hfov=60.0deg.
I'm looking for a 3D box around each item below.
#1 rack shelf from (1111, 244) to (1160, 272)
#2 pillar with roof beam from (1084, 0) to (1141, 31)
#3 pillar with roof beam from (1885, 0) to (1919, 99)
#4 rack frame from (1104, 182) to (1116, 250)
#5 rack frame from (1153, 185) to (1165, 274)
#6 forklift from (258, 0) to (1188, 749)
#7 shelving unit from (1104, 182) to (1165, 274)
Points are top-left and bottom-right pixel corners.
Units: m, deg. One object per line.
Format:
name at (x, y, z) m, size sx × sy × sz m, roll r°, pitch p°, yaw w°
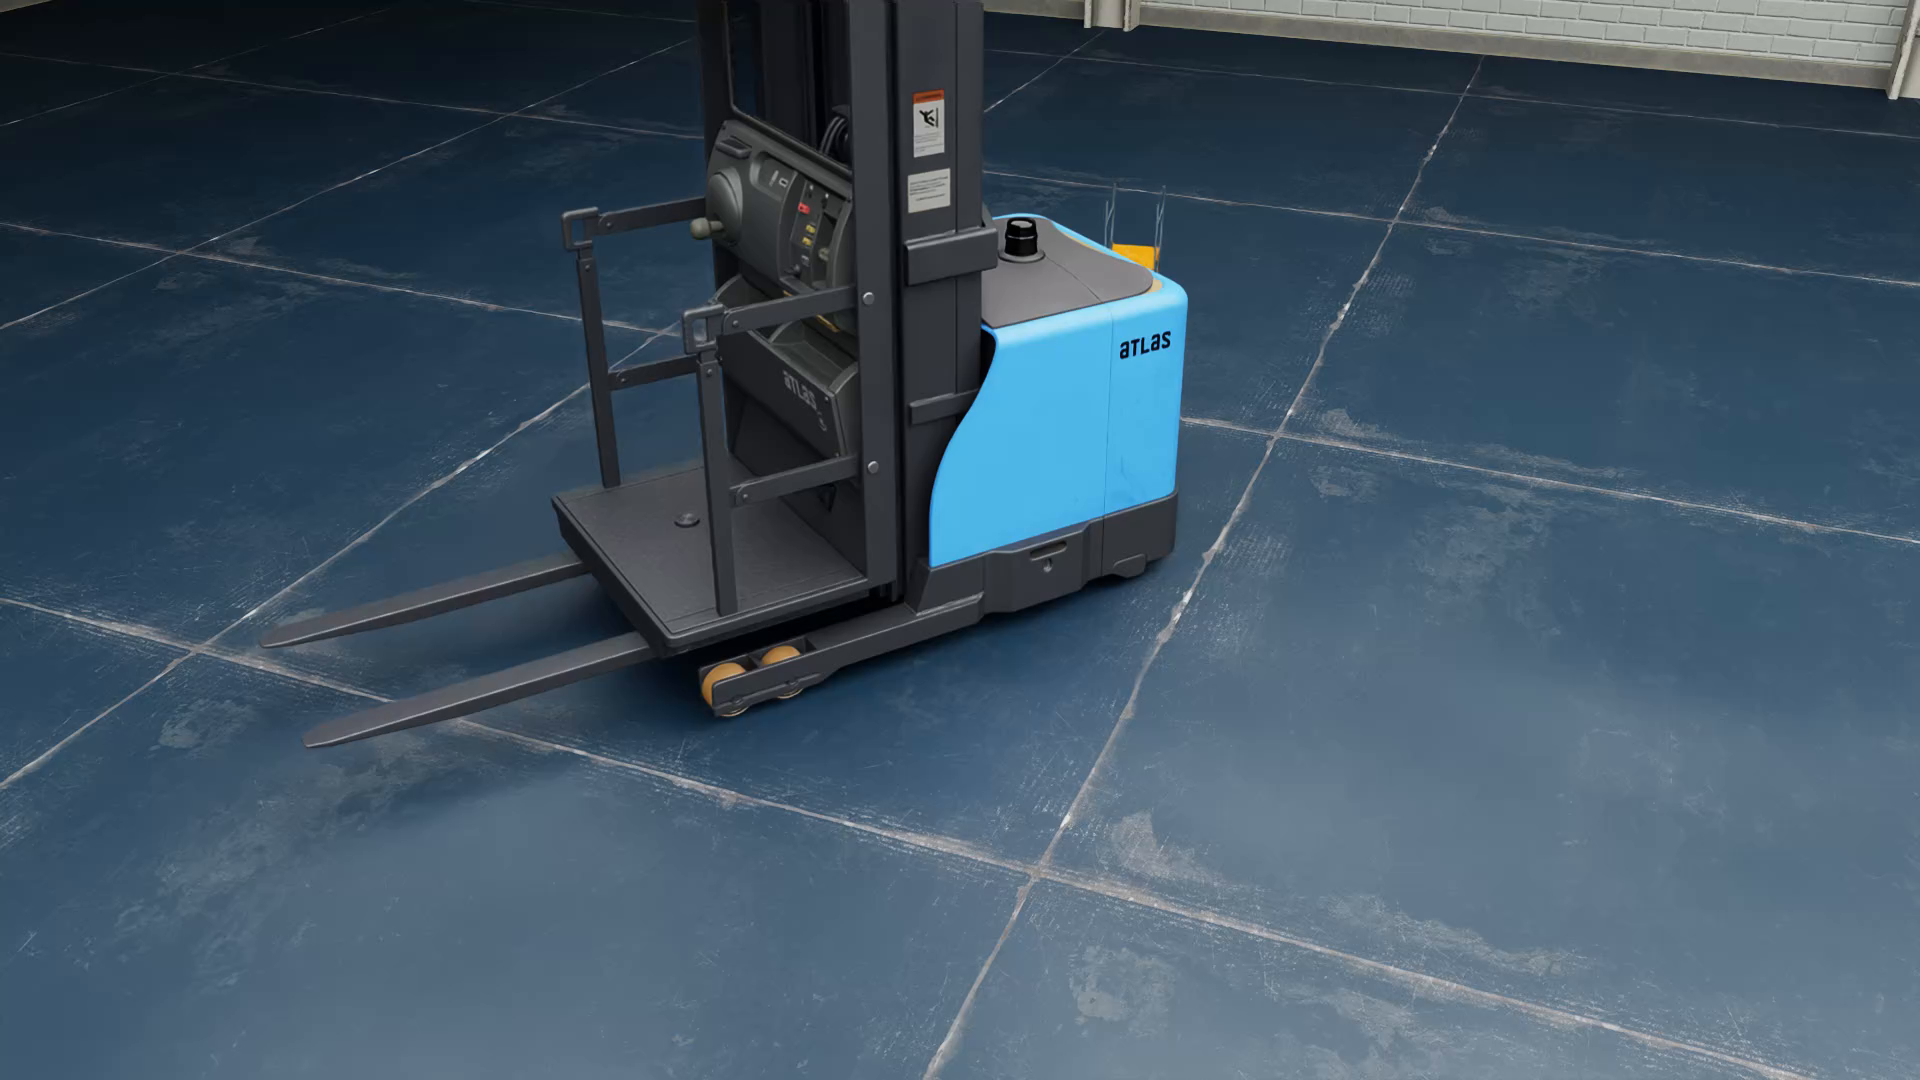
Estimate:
rack shelf at (0.639, -1.011, 6.178) m, size 0.180 × 0.103 × 0.258 m, roll 6°, pitch 30°, yaw 10°
pillar with roof beam at (-0.357, -6.227, 8.122) m, size 0.400 × 9.000 × 9.100 m, roll 11°, pitch 31°, yaw 19°
pillar with roof beam at (5.203, -5.117, 6.158) m, size 0.400 × 9.000 × 9.100 m, roll 11°, pitch 31°, yaw 19°
rack frame at (0.549, -0.746, 6.349) m, size 0.006 × 1.200 × 0.240 m, roll 6°, pitch 30°, yaw 10°
rack frame at (0.728, -0.727, 6.317) m, size 0.006 × 1.200 × 0.240 m, roll 6°, pitch 30°, yaw 10°
forklift at (-0.746, -1.014, 5.066) m, size 3.031 × 2.935 × 1.130 m, roll -17°, pitch 33°, yaw -27°
shelving unit at (0.638, -0.737, 6.333) m, size 0.189 × 1.200 × 0.258 m, roll 6°, pitch 30°, yaw 10°
